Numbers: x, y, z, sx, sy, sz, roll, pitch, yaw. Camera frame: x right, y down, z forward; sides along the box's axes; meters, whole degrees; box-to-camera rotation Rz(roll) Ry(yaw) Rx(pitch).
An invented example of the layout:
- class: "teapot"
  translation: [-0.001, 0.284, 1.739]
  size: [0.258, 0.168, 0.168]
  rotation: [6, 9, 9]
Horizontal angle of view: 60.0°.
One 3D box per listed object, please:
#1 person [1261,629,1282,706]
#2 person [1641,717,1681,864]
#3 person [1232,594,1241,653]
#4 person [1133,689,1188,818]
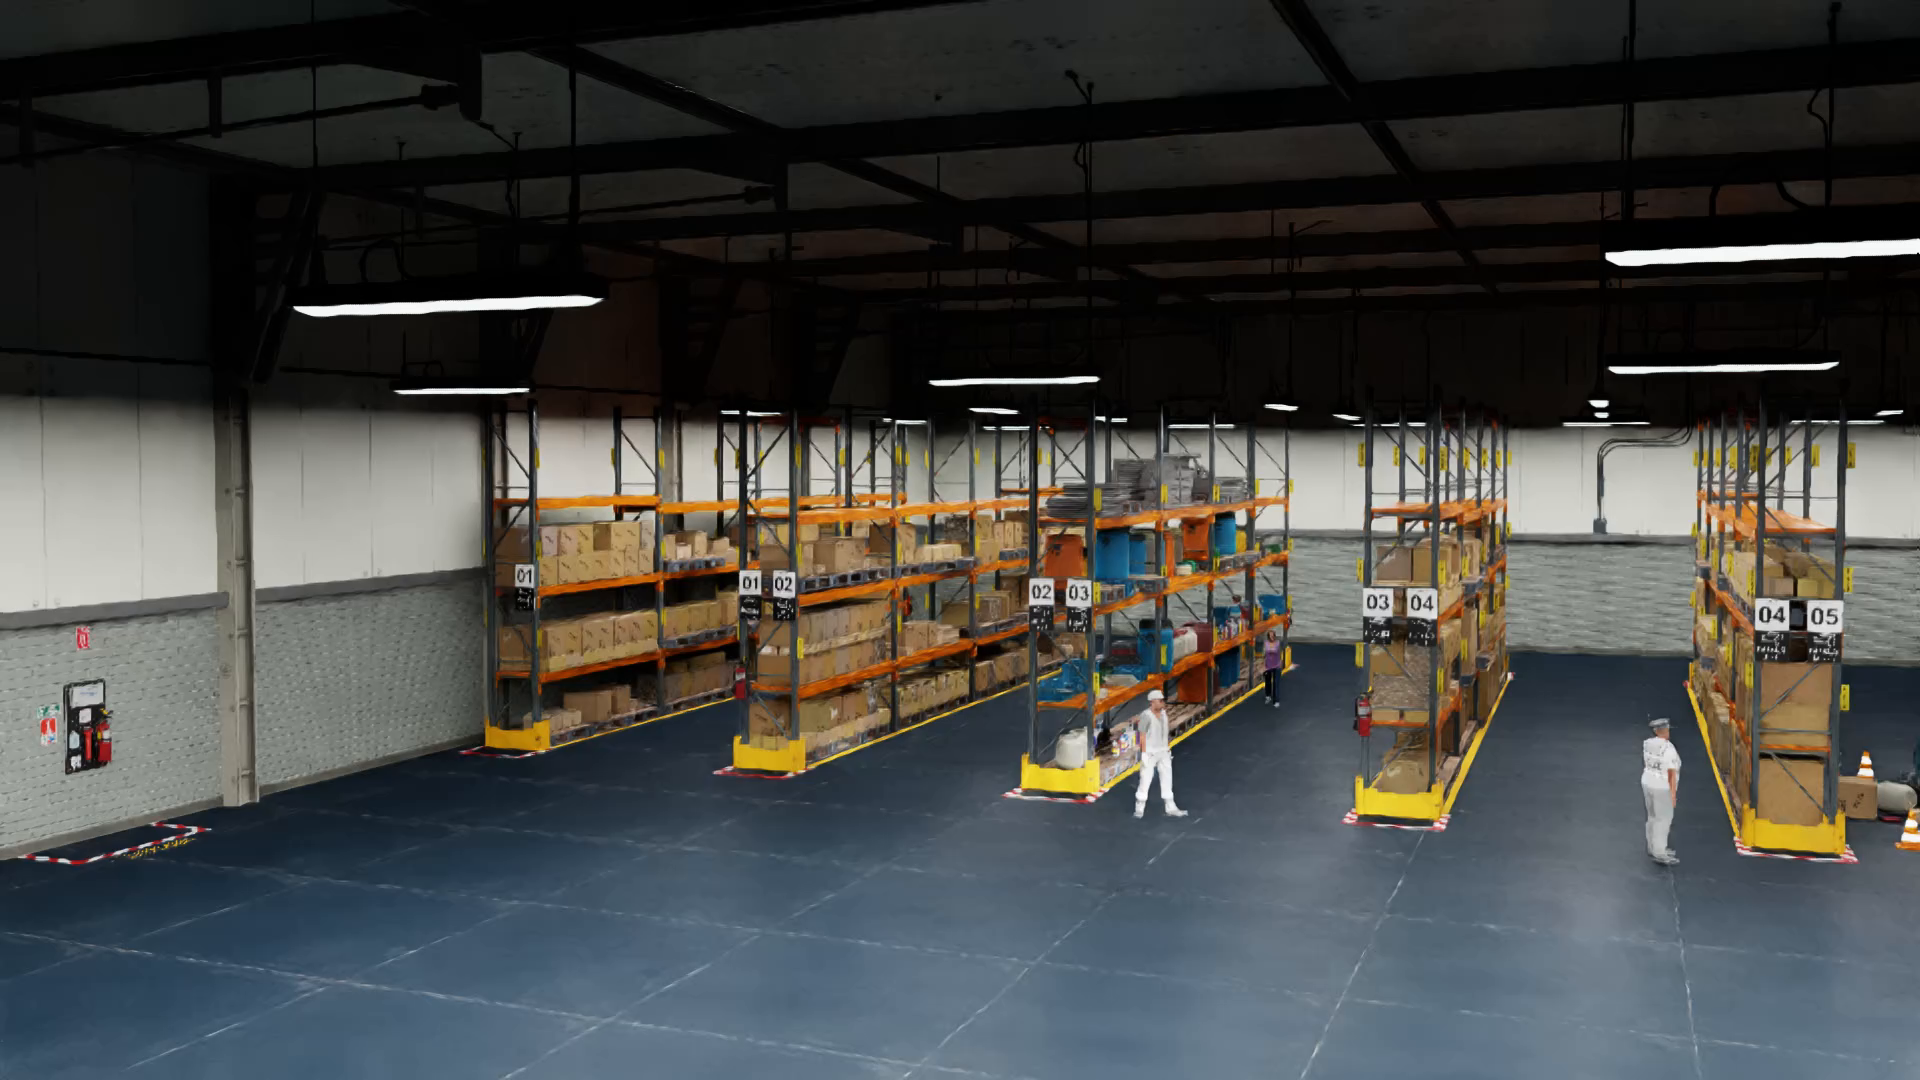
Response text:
- class: "person"
  translation: [6.292, 2.563, 33.615]
  size: [0.412, 1.533, 0.955]
  rotation: [1, 3, 13]
- class: "person"
  translation: [8.739, 3.089, 20.657]
  size: [0.469, 1.758, 0.576]
  rotation: [-1, 3, -10]
- class: "person"
  translation: [7.085, 2.144, 41.953]
  size: [0.638, 1.586, 0.444]
  rotation: [0, 3, -5]
- class: "person"
  translation: [2.745, 2.956, 23.086]
  size: [0.702, 1.785, 0.527]
  rotation: [-2, 3, -36]
